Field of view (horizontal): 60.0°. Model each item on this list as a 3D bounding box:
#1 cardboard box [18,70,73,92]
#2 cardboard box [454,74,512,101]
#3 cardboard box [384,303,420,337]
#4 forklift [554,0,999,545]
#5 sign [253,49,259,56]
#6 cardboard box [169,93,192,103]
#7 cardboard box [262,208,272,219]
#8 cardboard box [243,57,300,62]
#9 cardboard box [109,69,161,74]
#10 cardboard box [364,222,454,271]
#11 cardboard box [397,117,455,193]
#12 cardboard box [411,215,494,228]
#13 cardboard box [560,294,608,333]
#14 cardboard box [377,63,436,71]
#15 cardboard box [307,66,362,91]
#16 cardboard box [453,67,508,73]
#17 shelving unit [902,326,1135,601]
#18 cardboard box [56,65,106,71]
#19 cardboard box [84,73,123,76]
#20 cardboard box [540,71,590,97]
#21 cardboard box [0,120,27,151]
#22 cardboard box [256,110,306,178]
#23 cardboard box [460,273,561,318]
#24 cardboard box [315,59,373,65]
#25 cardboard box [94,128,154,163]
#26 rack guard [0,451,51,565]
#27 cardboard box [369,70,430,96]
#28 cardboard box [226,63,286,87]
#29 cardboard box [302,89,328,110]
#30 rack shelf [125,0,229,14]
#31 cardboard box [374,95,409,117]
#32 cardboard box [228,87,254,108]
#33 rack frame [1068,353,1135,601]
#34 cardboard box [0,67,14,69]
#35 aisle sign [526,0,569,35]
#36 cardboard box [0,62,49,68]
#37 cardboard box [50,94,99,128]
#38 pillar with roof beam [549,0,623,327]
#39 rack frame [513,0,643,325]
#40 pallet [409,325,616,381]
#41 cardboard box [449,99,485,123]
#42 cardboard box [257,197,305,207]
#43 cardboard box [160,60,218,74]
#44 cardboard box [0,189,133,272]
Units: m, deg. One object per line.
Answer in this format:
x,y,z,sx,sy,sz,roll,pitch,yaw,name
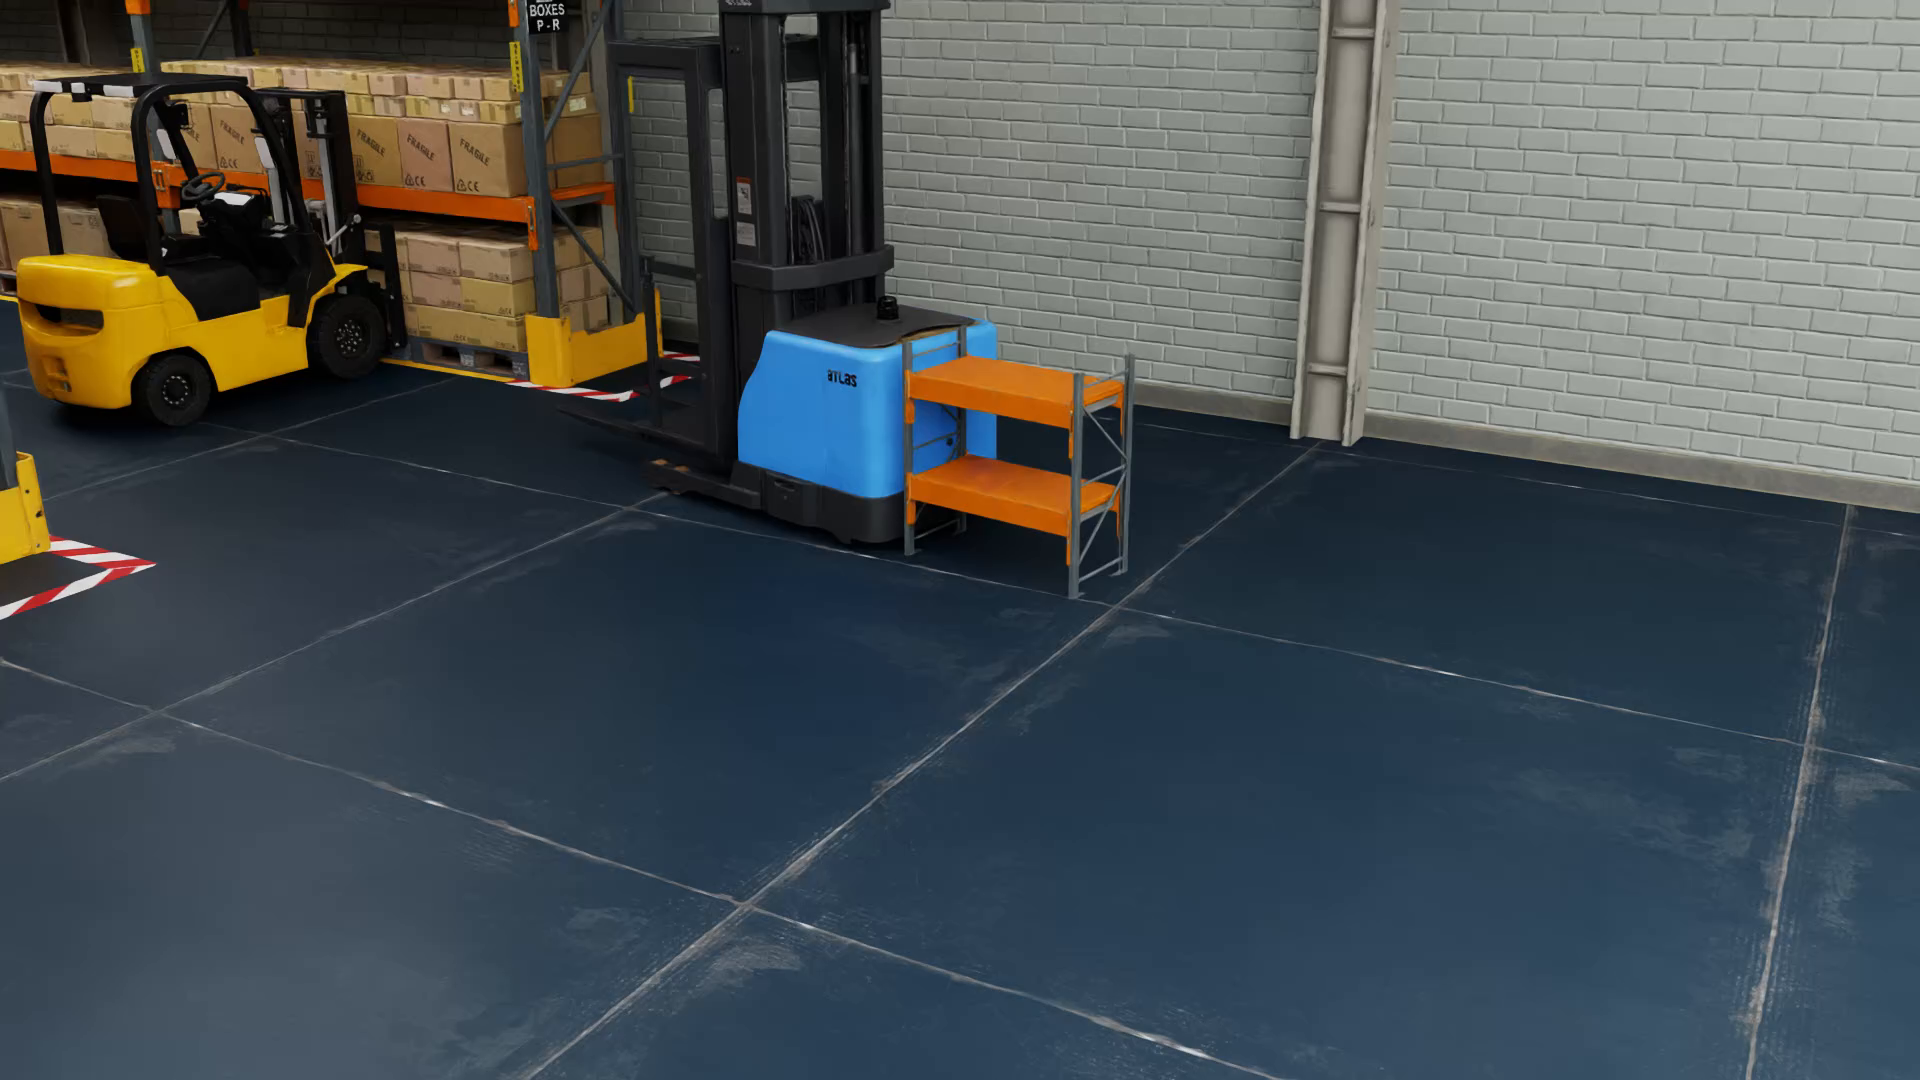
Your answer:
-7.737,-3.903,14.127,0.250,0.149,0.380,11,23,28,cardboard box
-3.355,-3.211,11.785,0.250,0.149,0.380,11,23,27,cardboard box
-4.135,-1.751,12.711,0.500,0.250,0.500,11,23,28,cardboard box
-1.219,-1.755,9.406,3.031,2.935,1.130,17,26,39,forklift
-5.932,-3.966,14.014,0.005,0.325,0.100,11,23,27,sign
-6.051,-3.577,13.229,0.250,0.149,0.380,10,22,26,cardboard box
-5.490,-2.469,13.224,0.500,0.250,0.500,11,23,27,cardboard box
-5.576,-3.831,13.493,0.250,0.149,0.380,10,22,26,cardboard box
-7.063,-3.969,14.310,0.250,0.149,0.380,11,22,27,cardboard box
-4.157,-2.214,12.519,0.500,0.250,0.500,11,23,28,cardboard box
-3.715,-2.831,12.124,0.500,0.500,0.500,12,23,29,cardboard box
-3.906,-2.371,12.952,0.500,0.250,0.500,11,22,27,cardboard box
-3.042,-1.736,12.668,0.500,0.250,0.500,11,23,28,cardboard box
-4.234,-3.568,12.768,0.250,0.149,0.380,11,23,28,cardboard box
-4.678,-3.480,12.526,0.250,0.149,0.380,11,23,28,cardboard box
-3.556,-3.441,12.419,0.250,0.149,0.380,11,23,28,cardboard box
0.280,-0.410,8.345,1.048,1.125,0.538,14,24,34,shelving unit
-7.712,-4.098,14.666,0.250,0.149,0.380,11,23,28,cardboard box
-7.030,-3.793,13.824,0.250,0.149,0.380,11,23,27,cardboard box
-2.898,-3.302,12.036,0.250,0.149,0.380,10,22,26,cardboard box
-8.083,-3.549,14.470,0.500,0.250,0.500,12,23,29,cardboard box
-5.036,-3.086,12.828,0.500,0.500,0.500,11,22,27,cardboard box
-3.286,-1.819,12.164,0.500,0.250,0.500,10,22,27,cardboard box
-4.873,-3.719,13.184,0.250,0.149,0.380,10,22,26,cardboard box
-6.769,-3.292,13.761,0.500,0.250,0.500,11,23,29,cardboard box
-5.193,-0.050,8.271,0.348,0.500,1.175,11,23,27,rack guard
-4.059,-3.321,12.087,0.250,0.149,0.380,11,23,29,cardboard box
-5.393,-3.577,12.793,0.250,0.149,0.380,11,23,28,cardboard box
-4.711,-3.314,12.504,0.250,0.149,0.380,10,22,26,cardboard box
-7.947,-4.761,14.247,4.000,0.370,1.077,11,23,27,rack shelf
-4.050,-3.187,12.155,0.250,0.149,0.380,10,22,26,cardboard box
-5.404,-3.436,12.841,0.250,0.149,0.380,11,23,28,cardboard box
0.687,-0.306,8.059,0.032,1.125,0.500,14,24,34,rack frame
-8.427,-4.021,14.454,0.250,0.149,0.380,11,23,28,cardboard box
-2.795,-3.815,11.171,0.004,0.787,0.394,11,23,27,aisle sign
-8.393,-4.221,15.006,0.250,0.149,0.380,11,22,27,cardboard box
-7.207,-3.610,13.904,0.500,0.250,0.500,10,22,26,cardboard box
-4.977,-4.614,8.388,0.400,9.000,9.100,11,23,27,pillar with roof beam
-2.709,-2.691,11.885,0.127,3.000,1.000,11,23,27,rack frame
-3.397,-1.495,12.677,1.213,0.211,1.003,11,23,27,pallet
-3.386,-3.051,11.779,0.250,0.149,0.380,11,23,28,cardboard box
-5.677,-2.707,13.879,0.500,0.250,0.500,11,23,28,cardboard box
-6.067,-3.707,13.151,0.250,0.149,0.380,11,23,28,cardboard box
-7.993,-2.777,14.987,0.625,0.625,0.875,10,22,25,cardboard box
